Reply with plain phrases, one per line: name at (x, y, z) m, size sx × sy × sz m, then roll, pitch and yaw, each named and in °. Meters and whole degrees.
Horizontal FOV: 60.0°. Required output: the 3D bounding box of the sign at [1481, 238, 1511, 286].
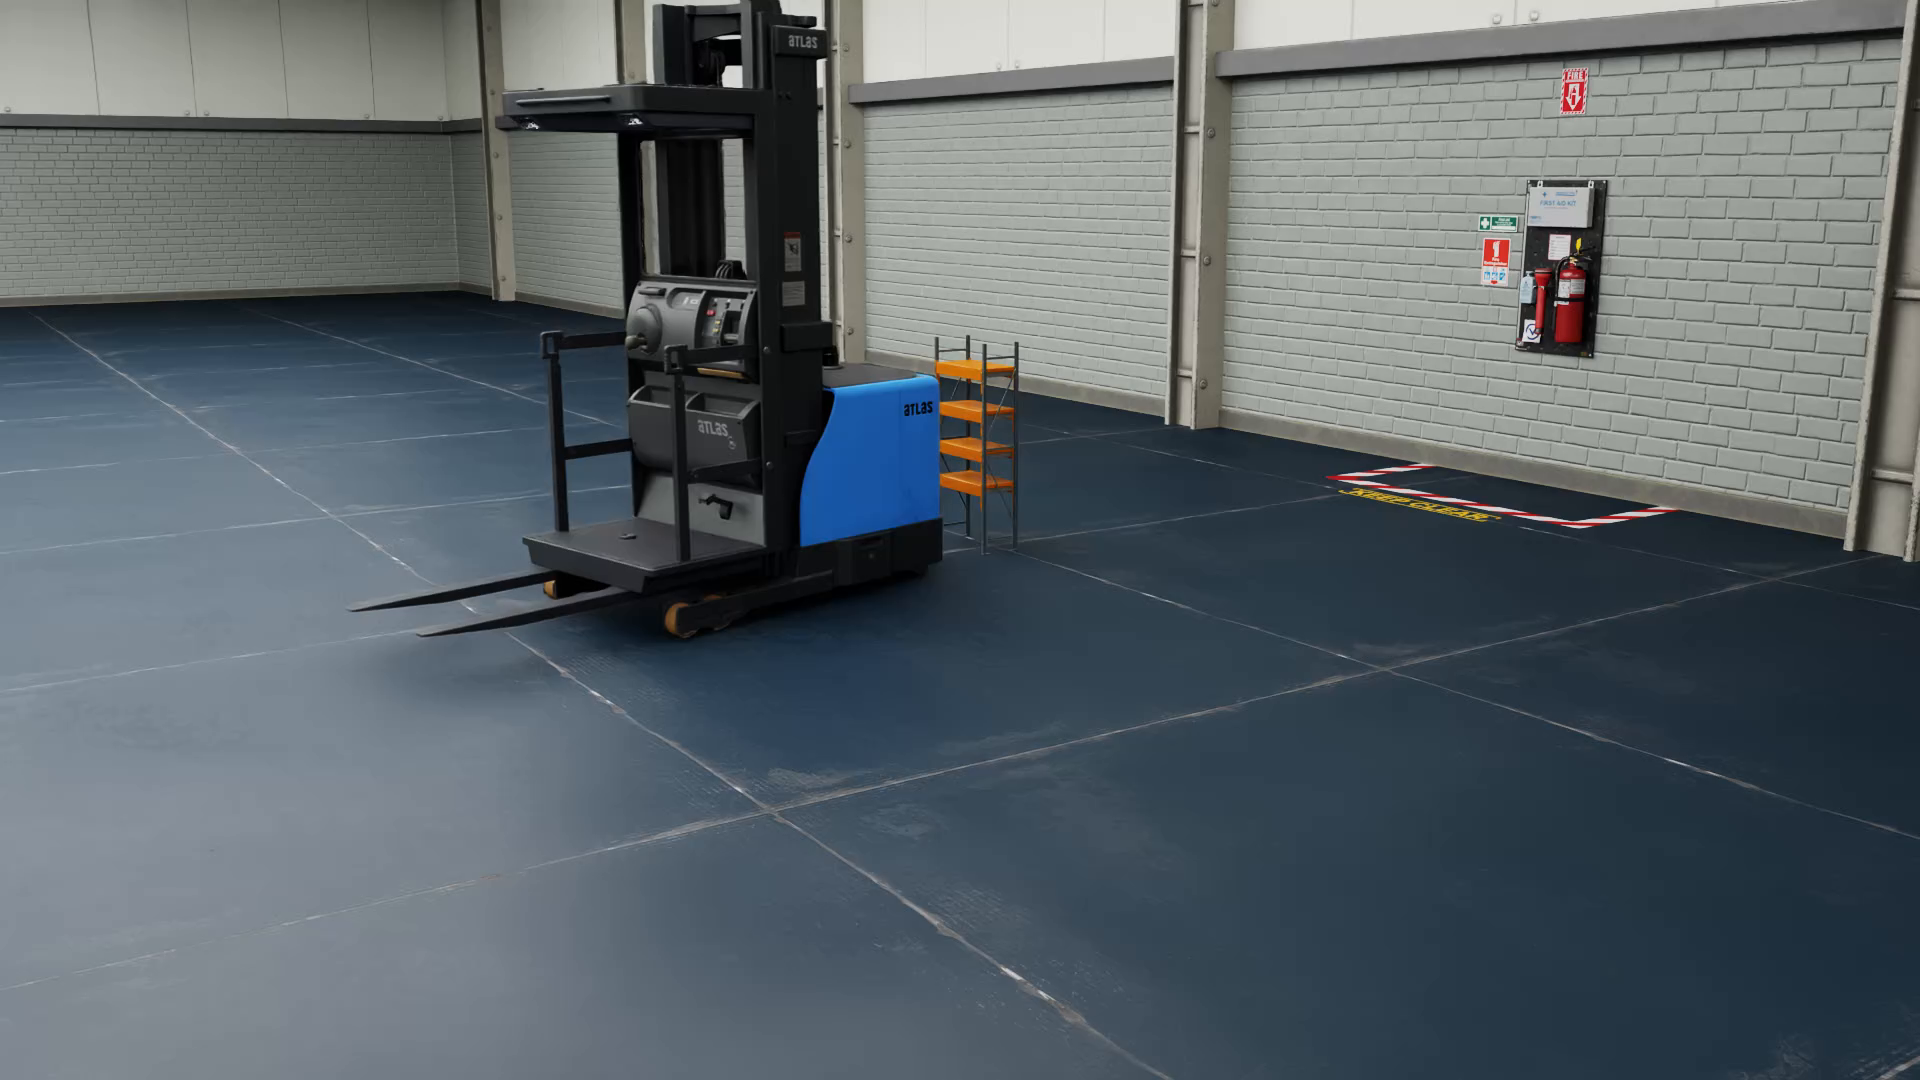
sign at (3.783, -1.966, 11.746) m, size 0.001 × 0.329 × 0.234 m, roll -8°, pitch 15°, yaw -33°

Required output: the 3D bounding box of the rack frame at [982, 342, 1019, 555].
rack frame at (0.227, -0.513, 9.401) m, size 0.240 × 1.200 × 0.015 m, roll -8°, pitch 15°, yaw -33°

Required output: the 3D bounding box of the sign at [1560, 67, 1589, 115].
sign at (4.082, -2.984, 11.057) m, size 0.001 × 0.298 × 0.199 m, roll -8°, pitch 15°, yaw -33°

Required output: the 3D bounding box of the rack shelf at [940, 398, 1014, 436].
rack shelf at (0.092, -0.710, 9.566) m, size 0.258 × 0.148 × 0.480 m, roll -8°, pitch 15°, yaw -33°

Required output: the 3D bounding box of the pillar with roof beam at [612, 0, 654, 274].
pillar with roof beam at (-8.215, -7.016, 20.882) m, size 9.100 × 9.000 × 0.400 m, roll -8°, pitch 15°, yaw -33°

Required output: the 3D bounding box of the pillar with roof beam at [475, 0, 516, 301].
pillar with roof beam at (-11.540, -8.083, 25.762) m, size 9.100 × 9.000 × 0.400 m, roll -8°, pitch 15°, yaw -33°

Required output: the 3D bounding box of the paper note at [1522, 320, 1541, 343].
paper note at (3.963, -1.447, 11.520) m, size 0.016 × 0.148 × 0.142 m, roll -8°, pitch 15°, yaw -33°

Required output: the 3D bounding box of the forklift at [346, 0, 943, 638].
forklift at (-1.467, -1.097, 8.017) m, size 1.130 × 2.935 × 3.031 m, roll 11°, pitch 17°, yaw 42°

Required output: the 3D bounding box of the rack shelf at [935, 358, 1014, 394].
rack shelf at (0.092, -0.941, 9.515) m, size 0.258 × 0.148 × 0.480 m, roll -8°, pitch 15°, yaw -33°

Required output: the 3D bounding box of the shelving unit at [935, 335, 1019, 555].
shelving unit at (0.092, -0.557, 9.599) m, size 0.258 × 1.200 × 0.503 m, roll -8°, pitch 15°, yaw -33°

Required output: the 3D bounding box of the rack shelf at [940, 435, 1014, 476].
rack shelf at (0.092, -0.491, 9.613) m, size 0.258 × 0.148 × 0.480 m, roll -8°, pitch 15°, yaw -33°

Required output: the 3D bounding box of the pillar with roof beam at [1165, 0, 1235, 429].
pillar with roof beam at (-1.567, -4.882, 11.123) m, size 9.100 × 9.000 × 0.400 m, roll -8°, pitch 15°, yaw -33°

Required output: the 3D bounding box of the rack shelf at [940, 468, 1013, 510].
rack shelf at (0.092, -0.297, 9.656) m, size 0.258 × 0.148 × 0.480 m, roll -8°, pitch 15°, yaw -33°

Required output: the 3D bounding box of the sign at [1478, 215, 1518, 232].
sign at (3.778, -2.223, 11.681) m, size 0.001 × 0.109 × 0.331 m, roll -8°, pitch 15°, yaw -33°

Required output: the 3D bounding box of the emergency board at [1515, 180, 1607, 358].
emergency board at (4.004, -1.838, 11.245) m, size 0.194 × 1.169 × 0.643 m, roll -8°, pitch 15°, yaw -33°

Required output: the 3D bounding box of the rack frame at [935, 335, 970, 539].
rack frame at (-0.043, -0.600, 9.797) m, size 0.240 × 1.200 × 0.015 m, roll -8°, pitch 15°, yaw -33°

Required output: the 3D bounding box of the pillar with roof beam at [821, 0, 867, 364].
pillar with roof beam at (-4.891, -5.949, 16.002) m, size 9.100 × 9.000 × 0.400 m, roll -8°, pitch 15°, yaw -33°

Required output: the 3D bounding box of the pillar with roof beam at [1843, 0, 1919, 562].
pillar with roof beam at (1.757, -3.815, 6.243) m, size 9.100 × 9.000 × 0.400 m, roll -8°, pitch 15°, yaw -33°
